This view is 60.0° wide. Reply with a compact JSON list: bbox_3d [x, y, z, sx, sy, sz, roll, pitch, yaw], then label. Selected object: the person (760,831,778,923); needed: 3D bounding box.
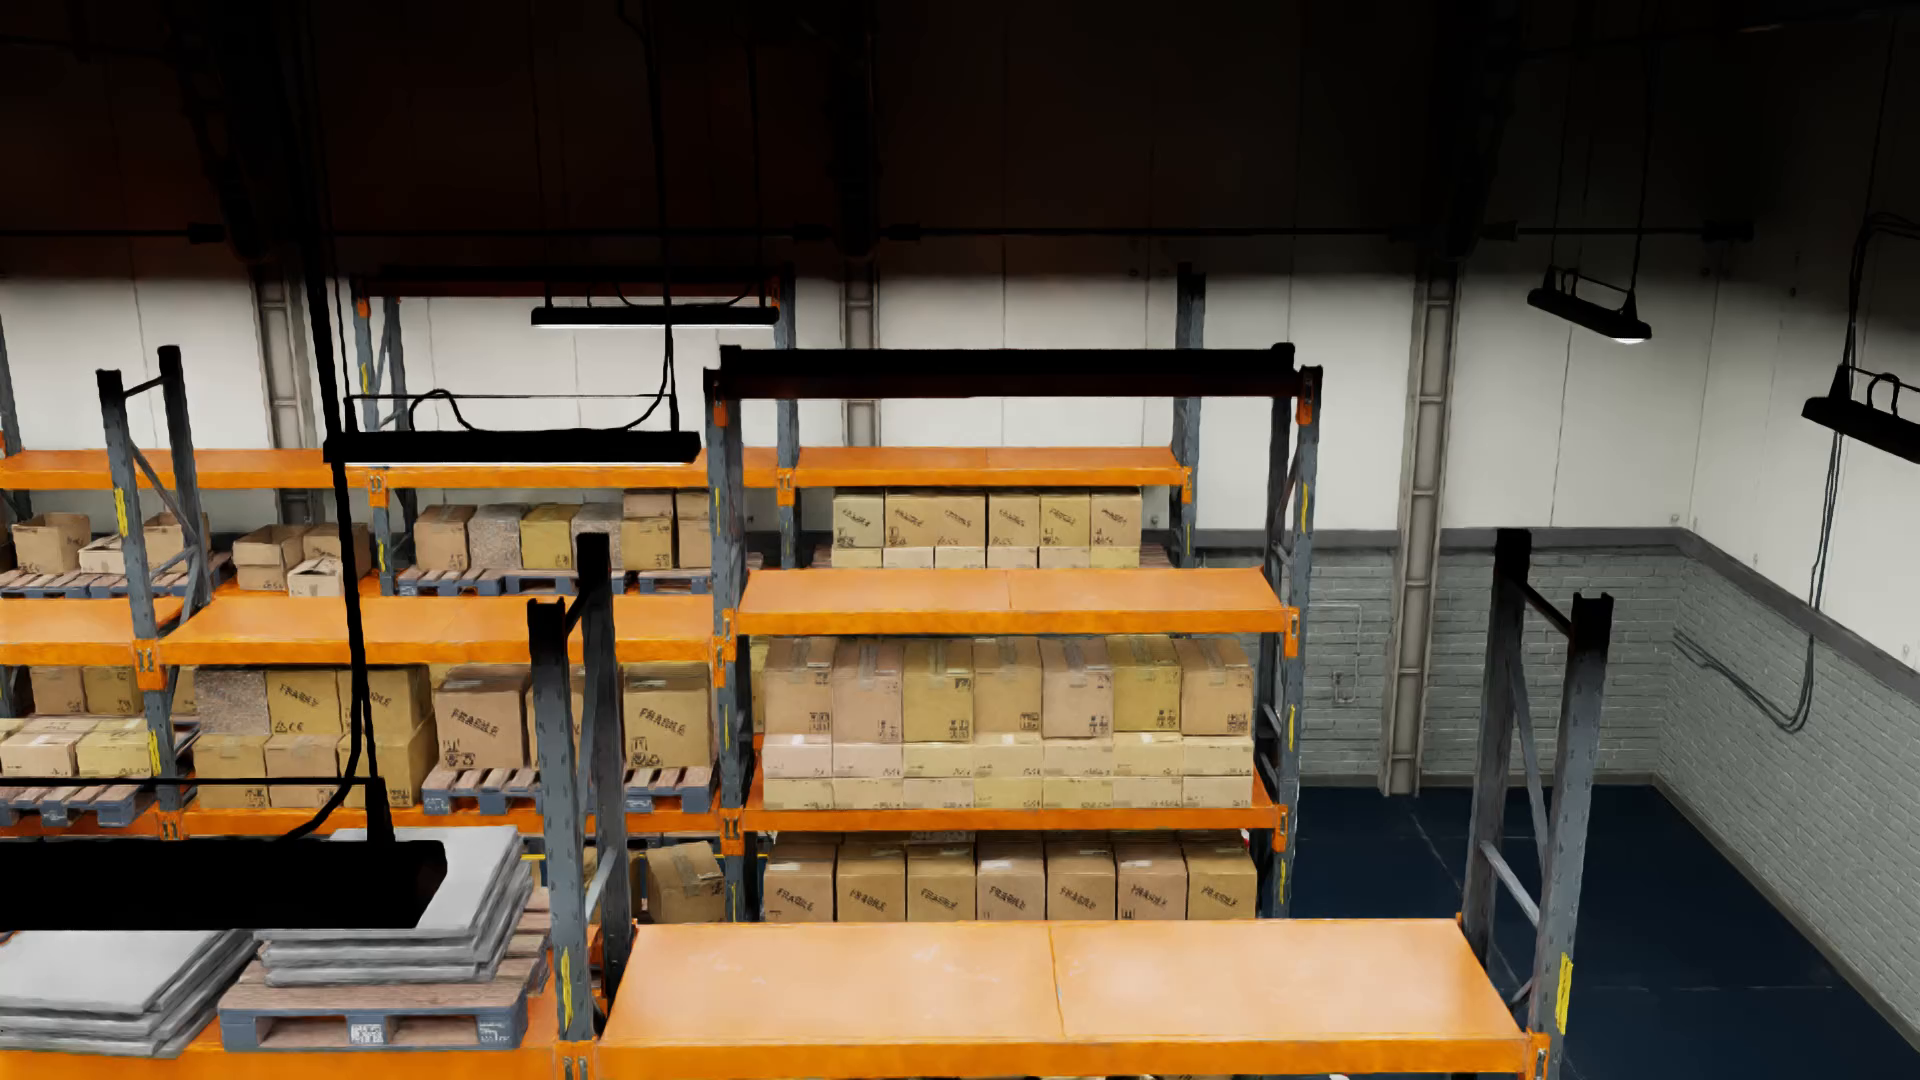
[{"bbox_3d":[-1.618,2.927,15.581,0.997,1.625,0.500,-1,16,-2],"label":"person"}]
